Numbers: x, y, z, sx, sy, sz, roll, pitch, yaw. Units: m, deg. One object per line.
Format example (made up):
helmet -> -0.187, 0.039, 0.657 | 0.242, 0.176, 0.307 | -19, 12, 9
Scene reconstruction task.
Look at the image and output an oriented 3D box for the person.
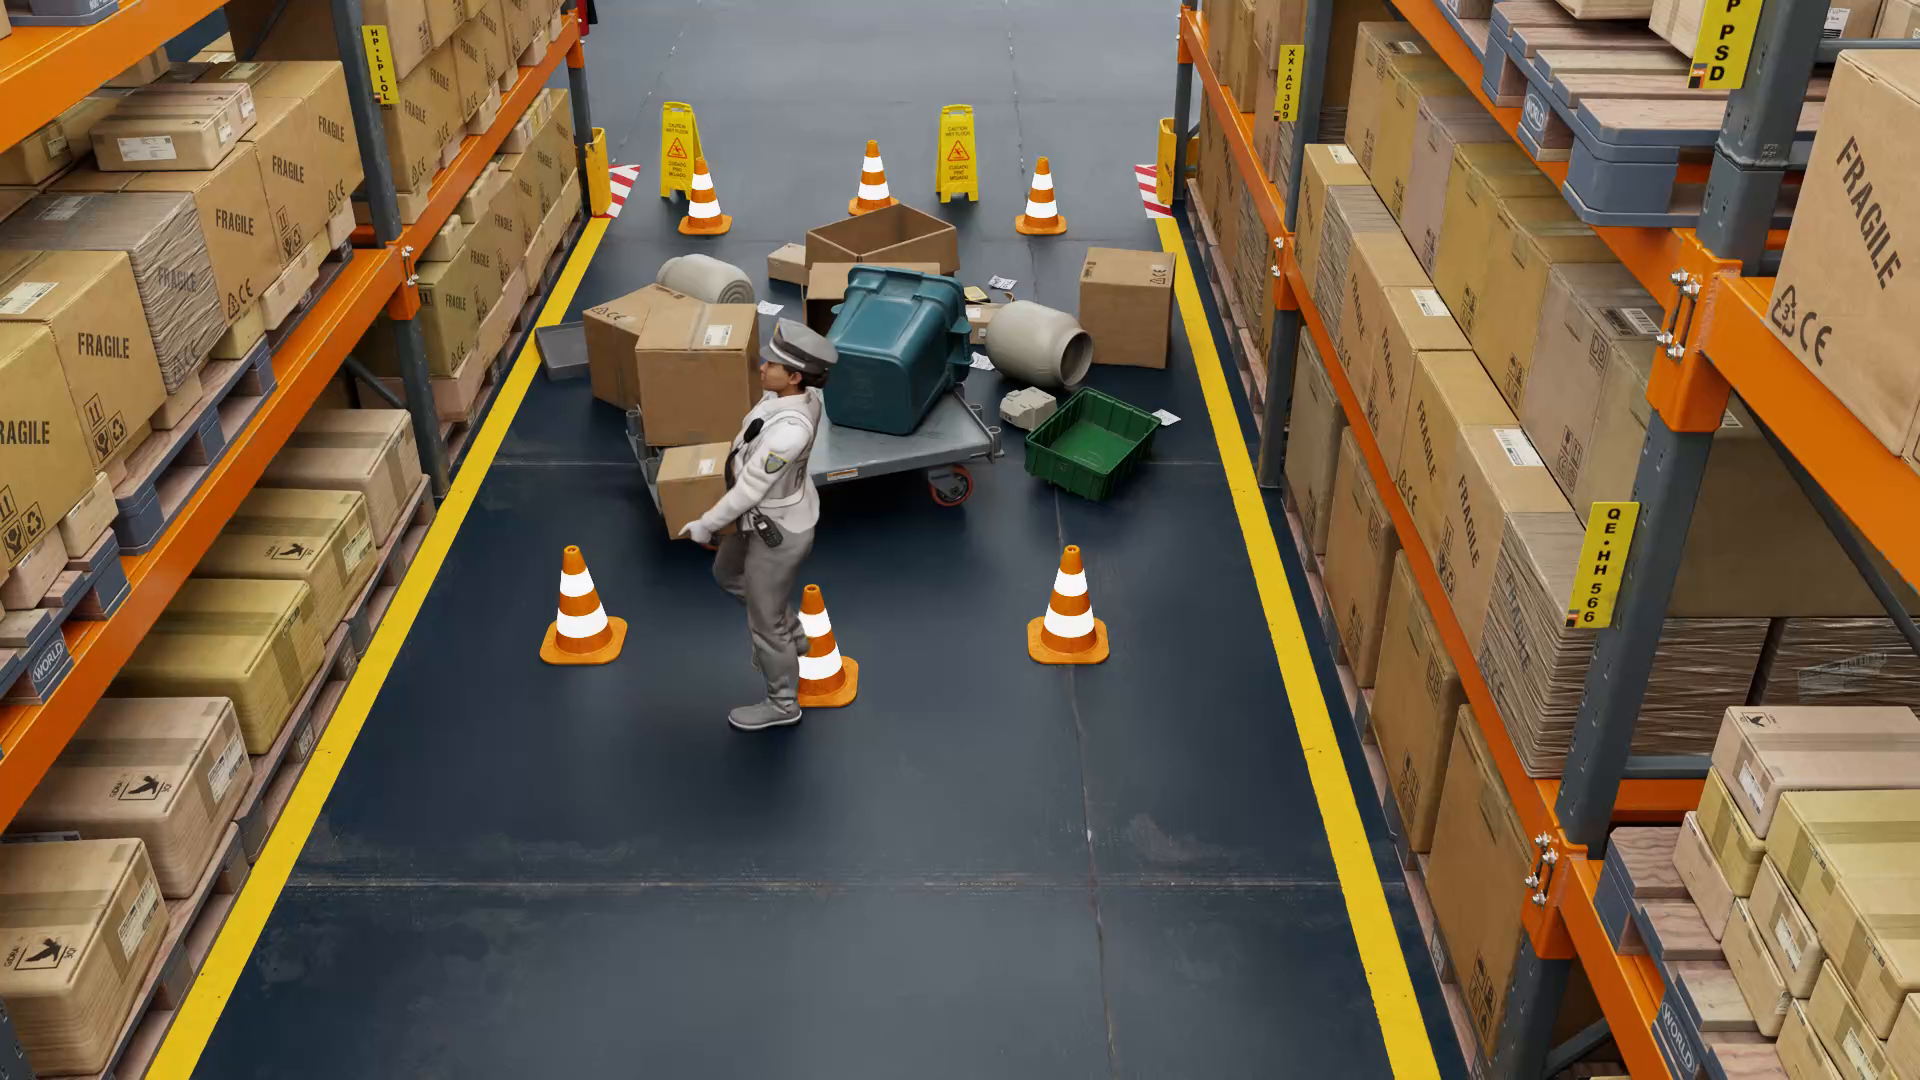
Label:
person -> -0.726, -0.047, 6.194 | 0.600, 1.683, 0.434 | 0, 32, 0
